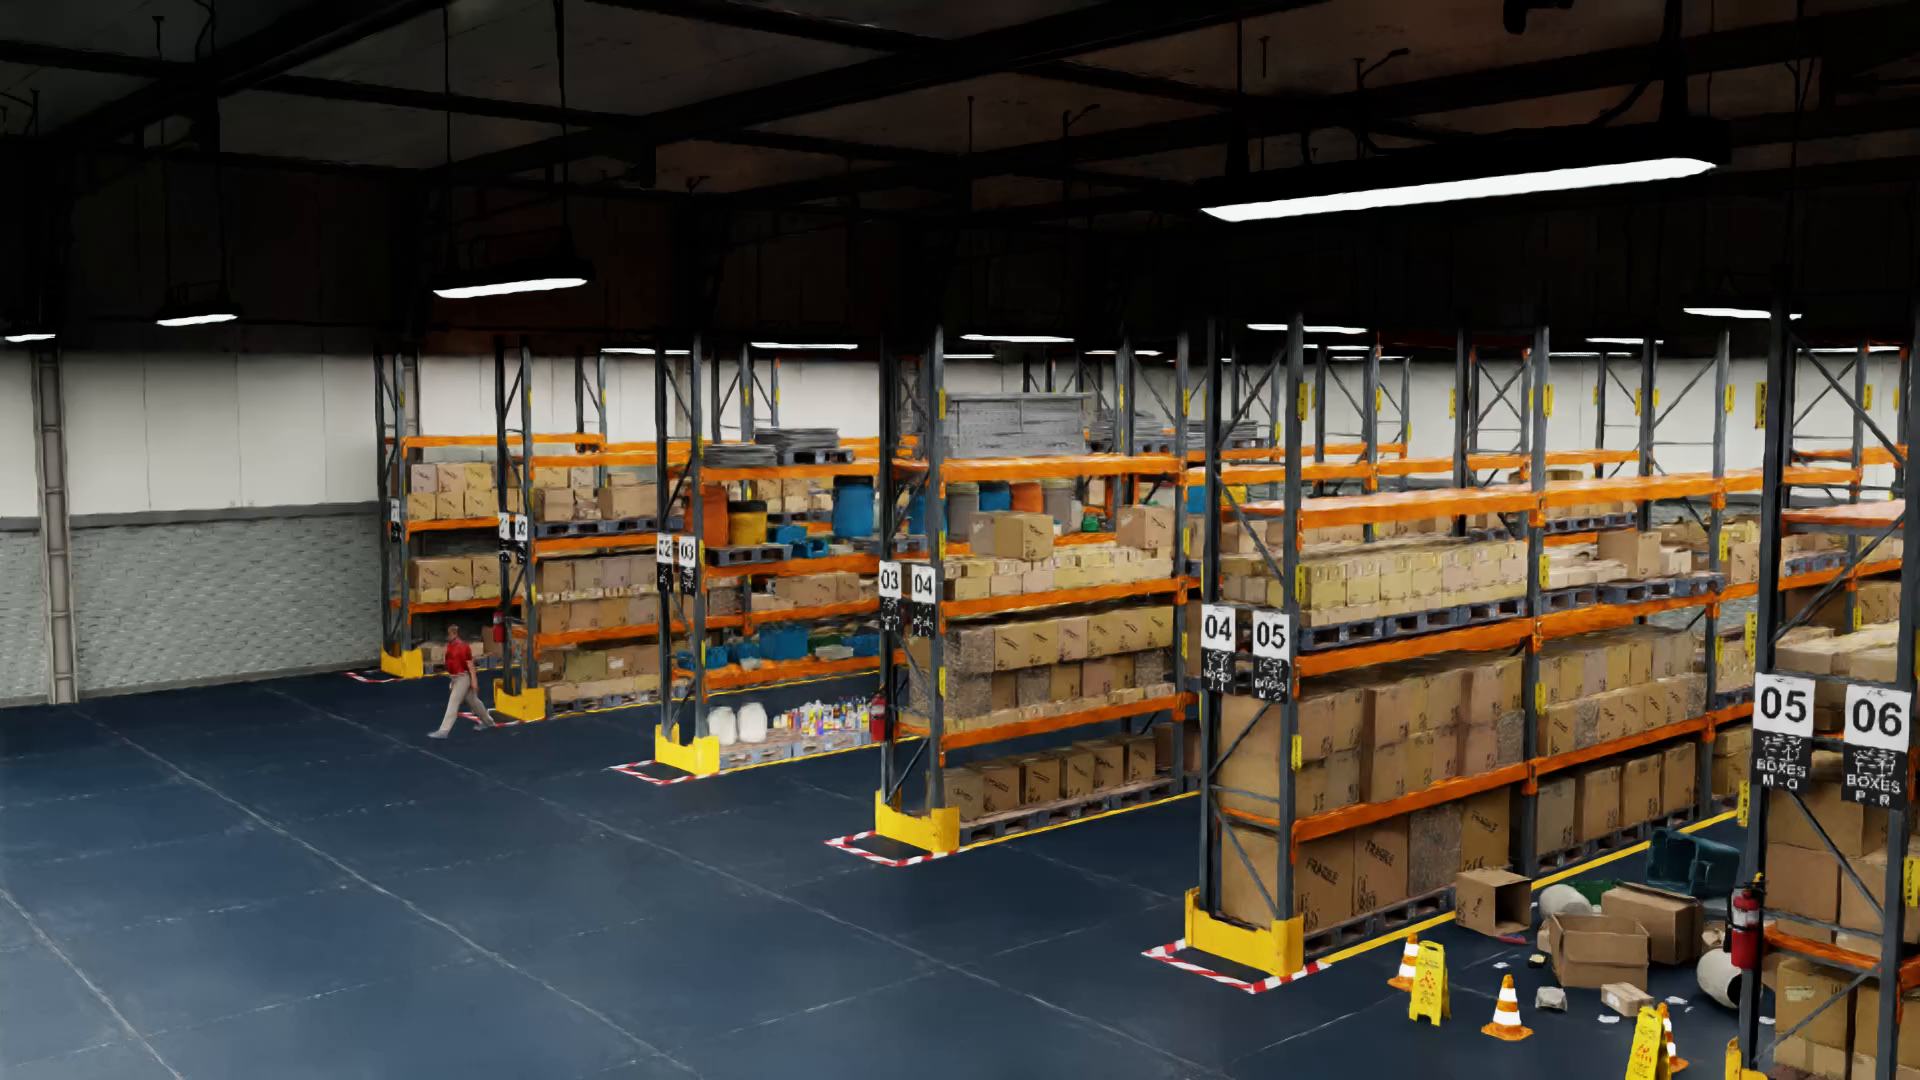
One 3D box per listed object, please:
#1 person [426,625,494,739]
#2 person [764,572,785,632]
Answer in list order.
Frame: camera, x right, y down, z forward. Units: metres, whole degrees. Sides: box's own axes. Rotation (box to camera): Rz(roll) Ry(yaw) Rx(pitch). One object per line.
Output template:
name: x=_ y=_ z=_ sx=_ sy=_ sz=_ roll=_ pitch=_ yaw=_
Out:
person: x=-7.480 y=2.081 z=24.753 sx=1.134 sy=1.650 sz=0.540 roll=-4 pitch=7 yaw=-38
person: x=-3.721 y=1.302 z=33.644 sx=0.546 sy=1.623 sz=0.578 roll=-5 pitch=7 yaw=-43
